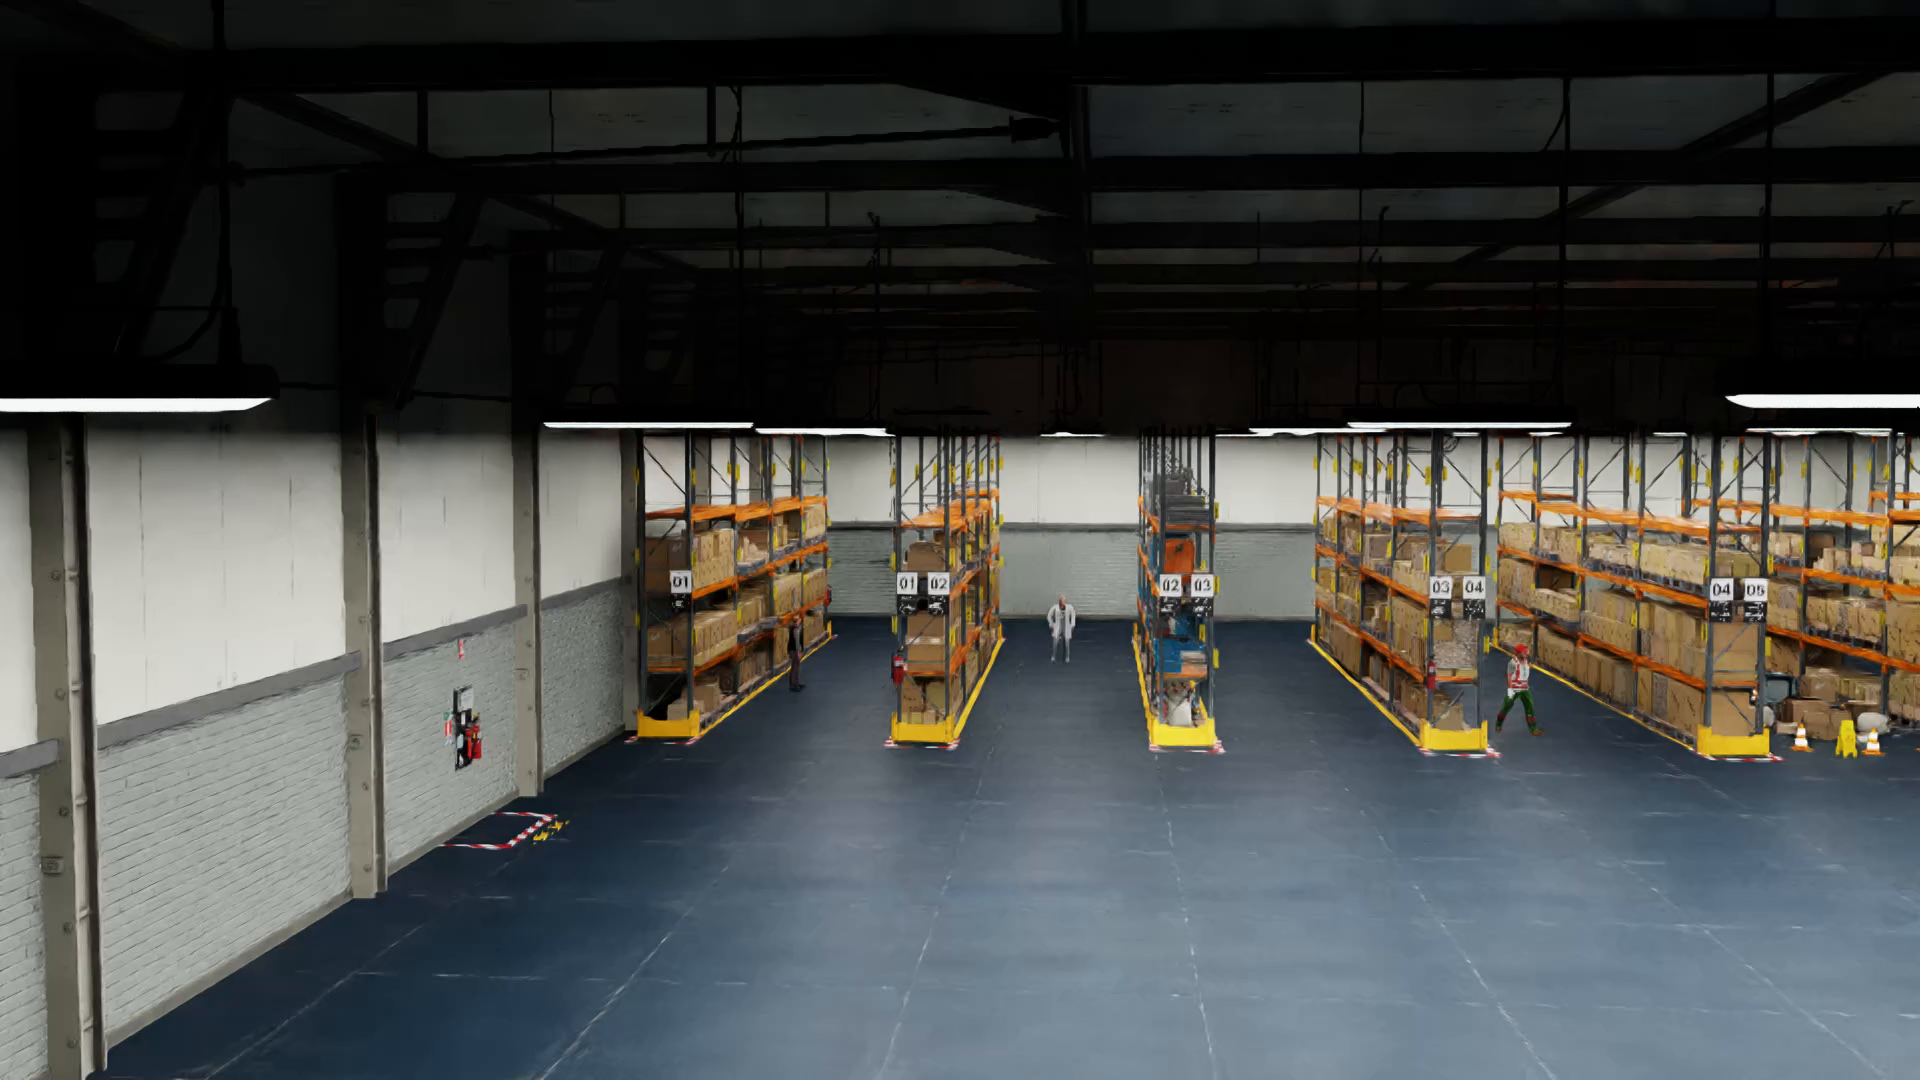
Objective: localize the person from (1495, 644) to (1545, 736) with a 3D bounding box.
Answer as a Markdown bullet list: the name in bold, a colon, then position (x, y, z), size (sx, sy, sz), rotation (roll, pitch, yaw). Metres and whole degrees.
- **person**: position (10.800, 2.888, 32.161), size (0.581, 1.761, 0.947), rotation (-1, 4, -21)

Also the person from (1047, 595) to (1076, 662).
- **person**: position (2.607, 2.269, 42.625), size (0.729, 1.733, 0.546), rotation (0, 3, 3)

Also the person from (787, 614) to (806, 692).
- **person**: position (-3.687, 2.545, 37.786), size (0.463, 1.731, 0.598), rotation (-1, 4, -19)
